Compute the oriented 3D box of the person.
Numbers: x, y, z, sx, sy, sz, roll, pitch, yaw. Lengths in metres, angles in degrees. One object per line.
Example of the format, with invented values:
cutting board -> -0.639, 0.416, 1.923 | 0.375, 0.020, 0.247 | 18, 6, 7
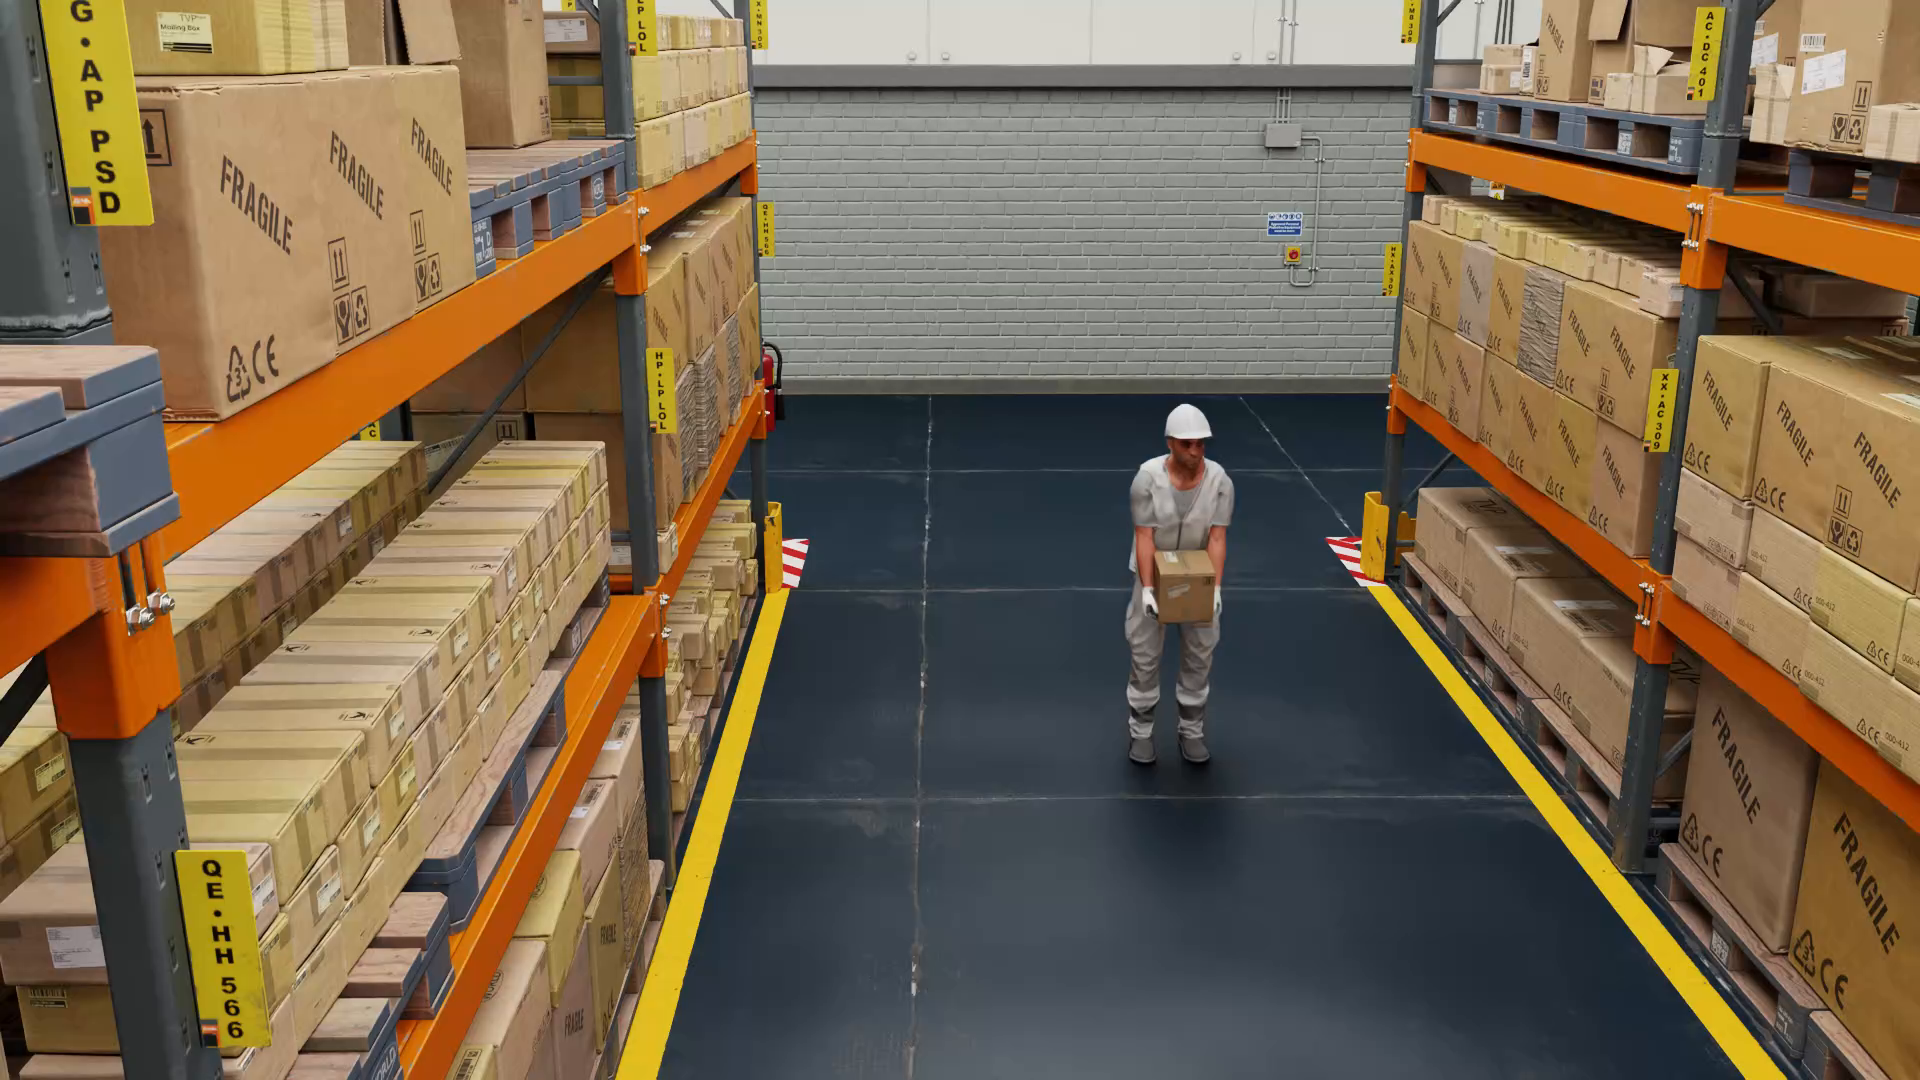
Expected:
person -> 1.029, 0.224, 7.809 | 0.489, 1.763, 0.587 | -1, 17, -2
